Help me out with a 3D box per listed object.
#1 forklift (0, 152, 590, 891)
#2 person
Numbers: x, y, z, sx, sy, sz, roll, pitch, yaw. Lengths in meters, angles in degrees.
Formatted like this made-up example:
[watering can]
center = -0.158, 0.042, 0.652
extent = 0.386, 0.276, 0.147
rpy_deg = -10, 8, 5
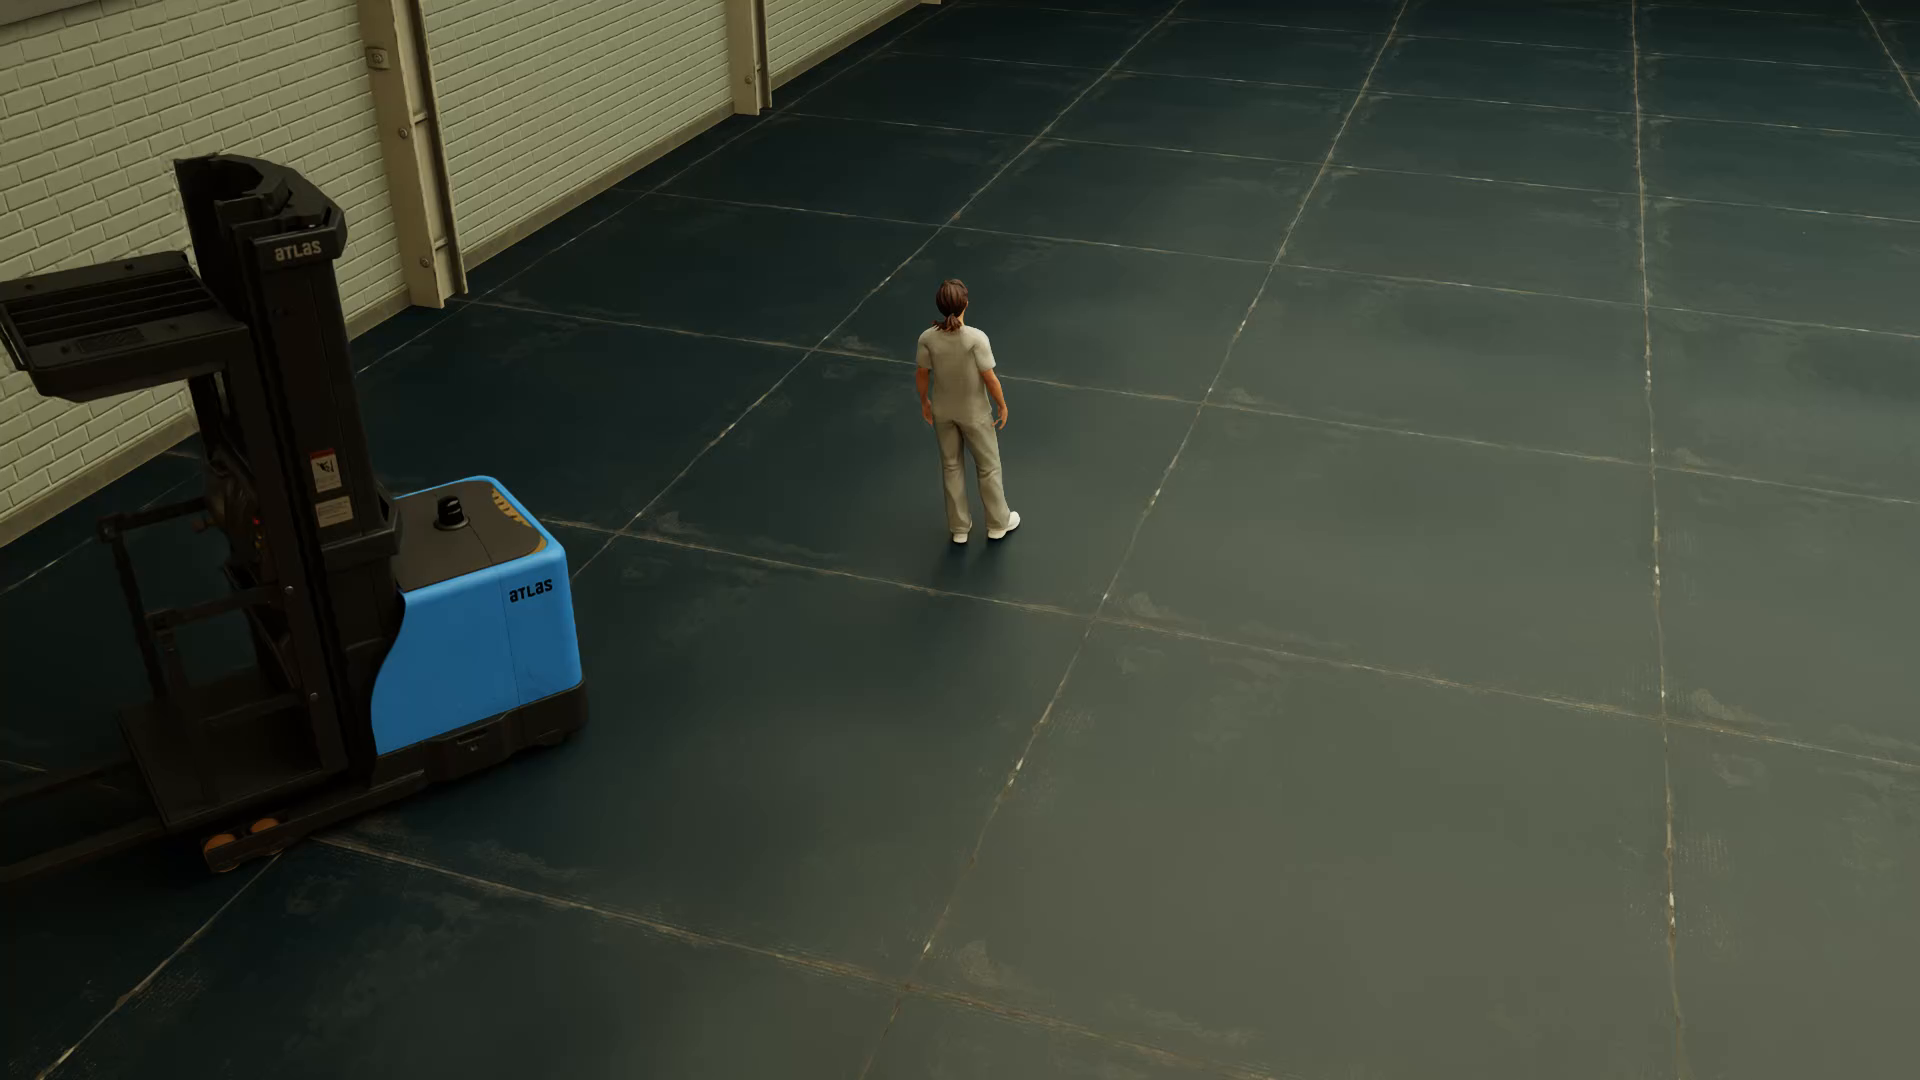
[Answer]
[forklift]
center = -3.362, -0.080, 7.276
extent = 3.031, 2.935, 1.130
rpy_deg = -19, 35, -30
[person]
center = 0.037, -0.767, 9.735
extent = 0.549, 1.673, 0.548
rpy_deg = 10, 31, 16
